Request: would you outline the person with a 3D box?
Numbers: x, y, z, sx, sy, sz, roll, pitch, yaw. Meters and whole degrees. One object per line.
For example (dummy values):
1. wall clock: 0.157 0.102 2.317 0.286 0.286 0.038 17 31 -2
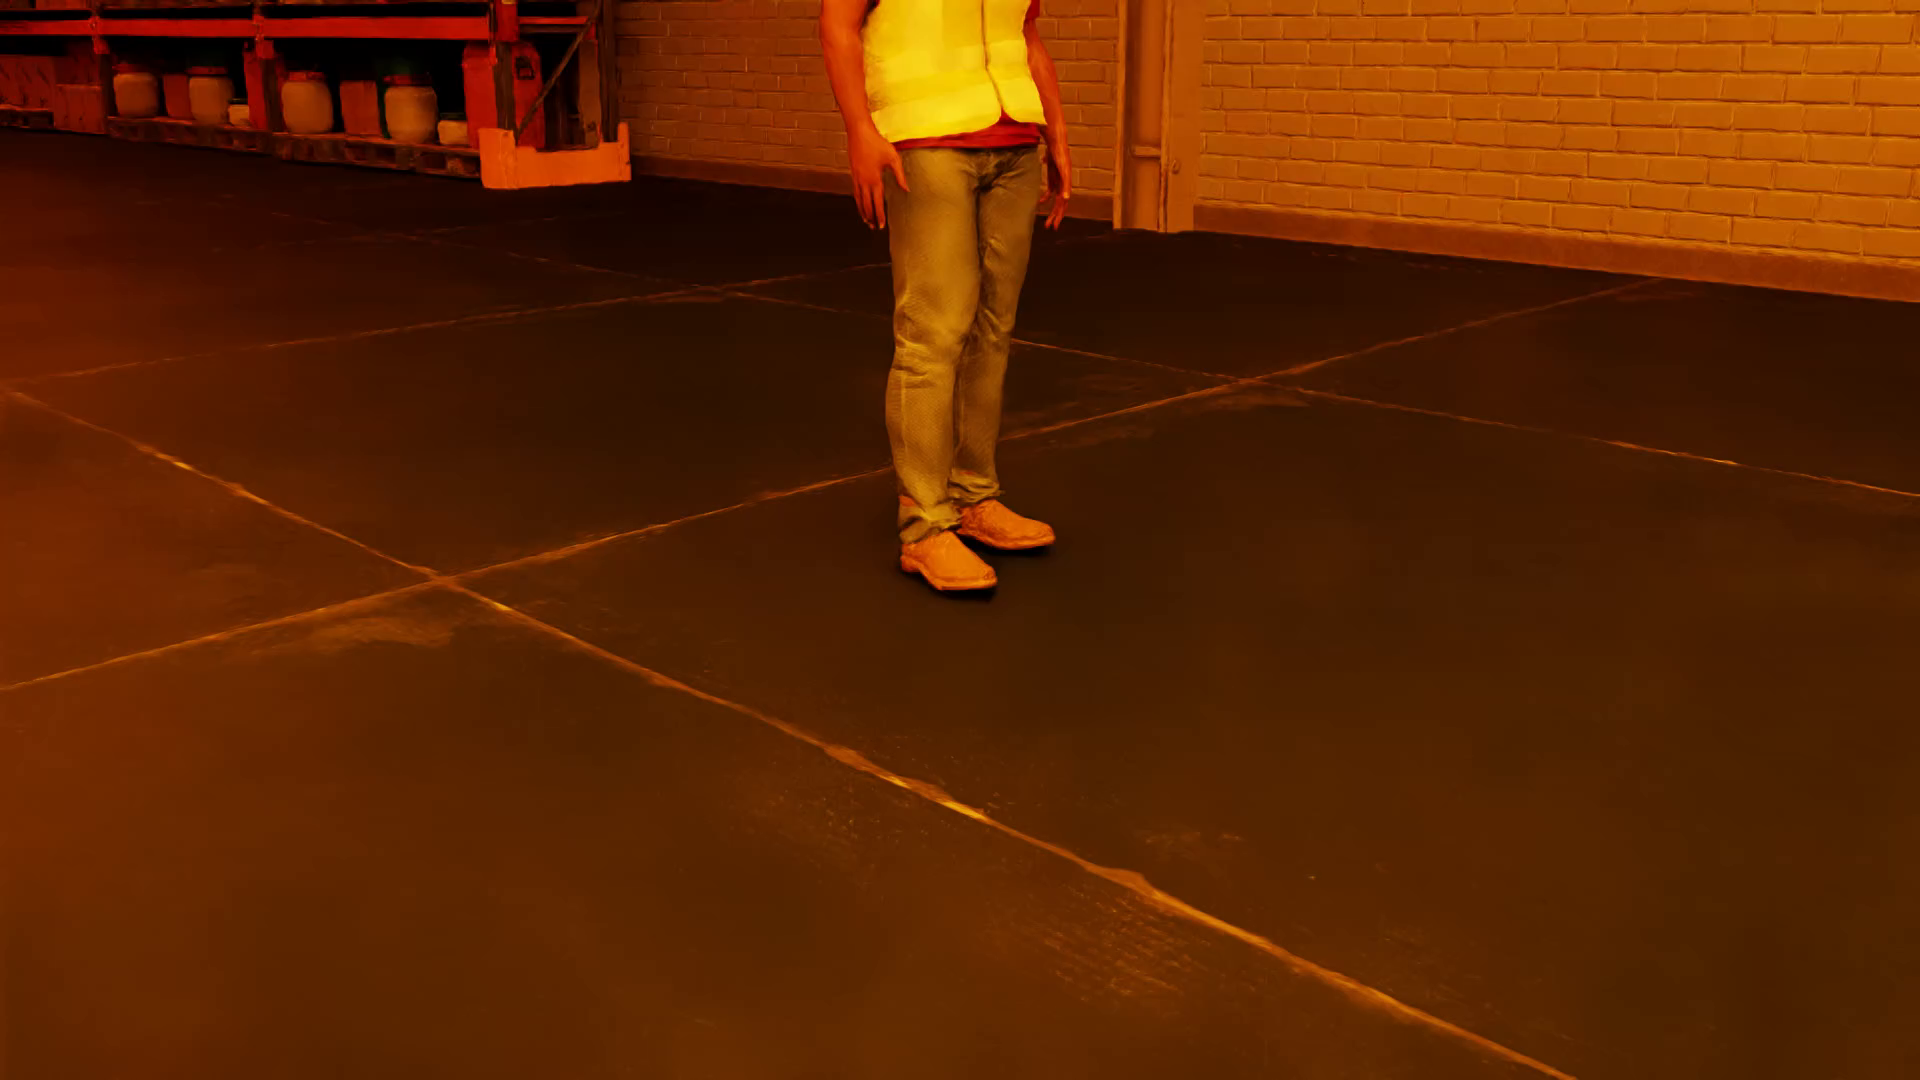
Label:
1. person: 0.046 -0.835 3.582 0.576 1.766 0.665 16 23 42
